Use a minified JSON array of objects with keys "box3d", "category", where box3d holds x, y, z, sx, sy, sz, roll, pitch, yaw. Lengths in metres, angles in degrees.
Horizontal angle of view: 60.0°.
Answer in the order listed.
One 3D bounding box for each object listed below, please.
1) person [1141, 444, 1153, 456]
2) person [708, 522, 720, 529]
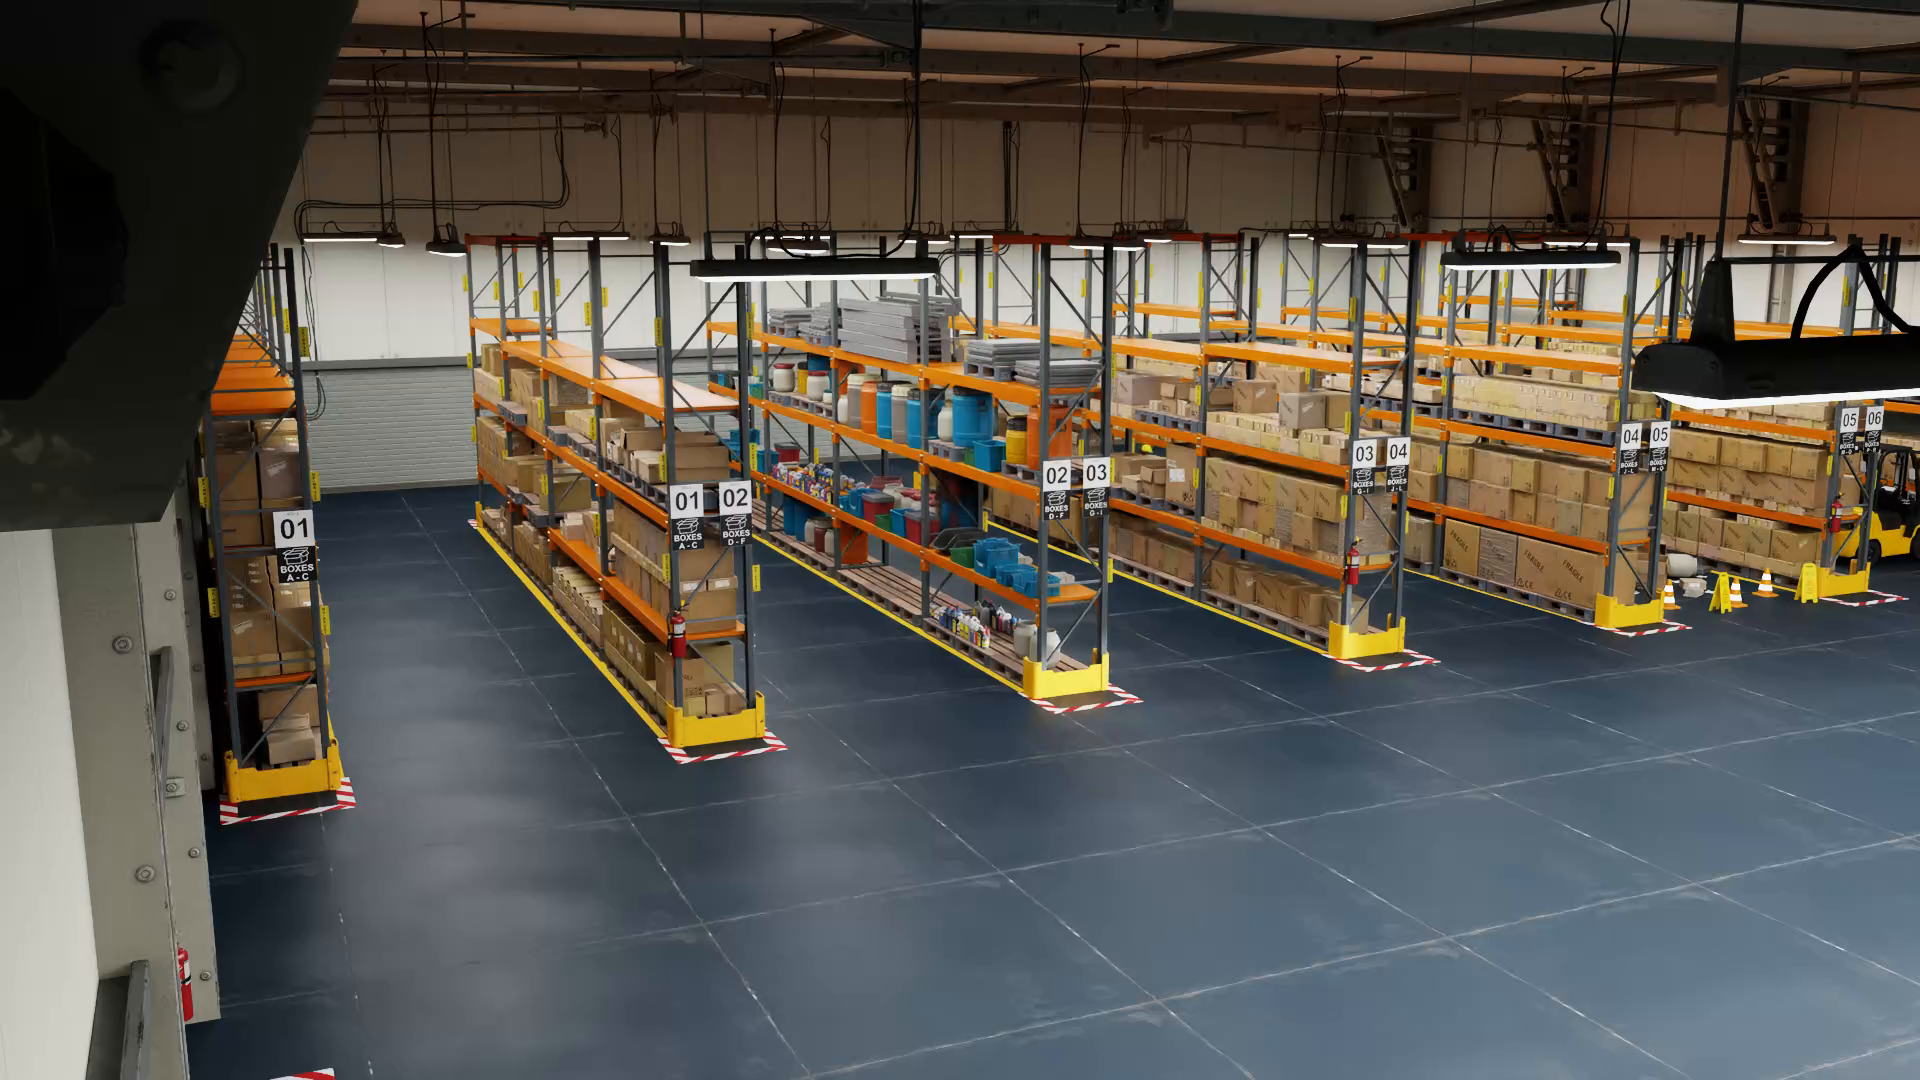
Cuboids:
[{"box3d":[3.779,-1.167,34.582,0.694,1.706,0.735,-2,11,-12],"category":"person"},{"box3d":[-4.353,0.045,28.473,0.538,1.528,0.888,-8,14,-36],"category":"person"}]
